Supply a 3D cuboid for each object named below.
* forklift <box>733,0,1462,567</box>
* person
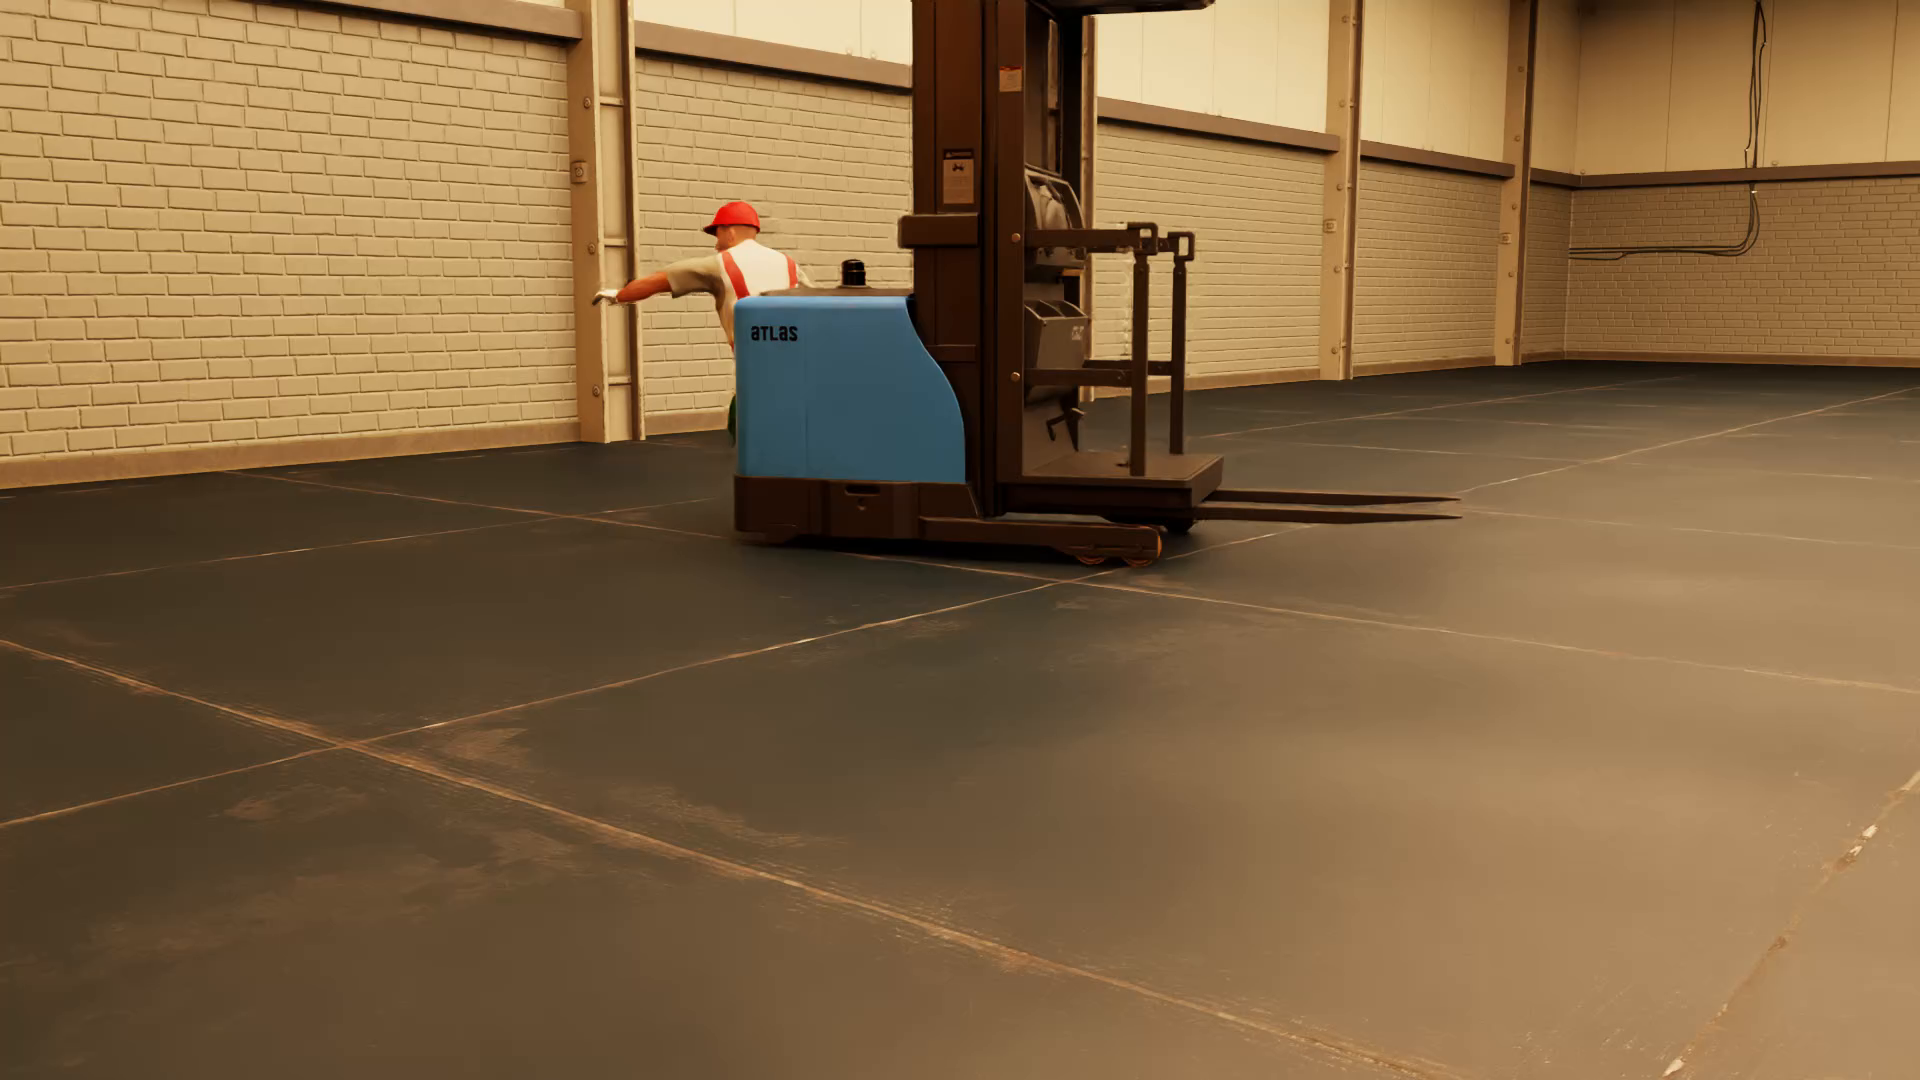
[{"bbox_3d":[0.596,-1.427,7.036,3.031,2.935,1.130,2,9,16],"label":"forklift"},{"bbox_3d":[-0.916,-0.821,7.867,1.448,1.527,0.847,-6,10,-37],"label":"person"}]
